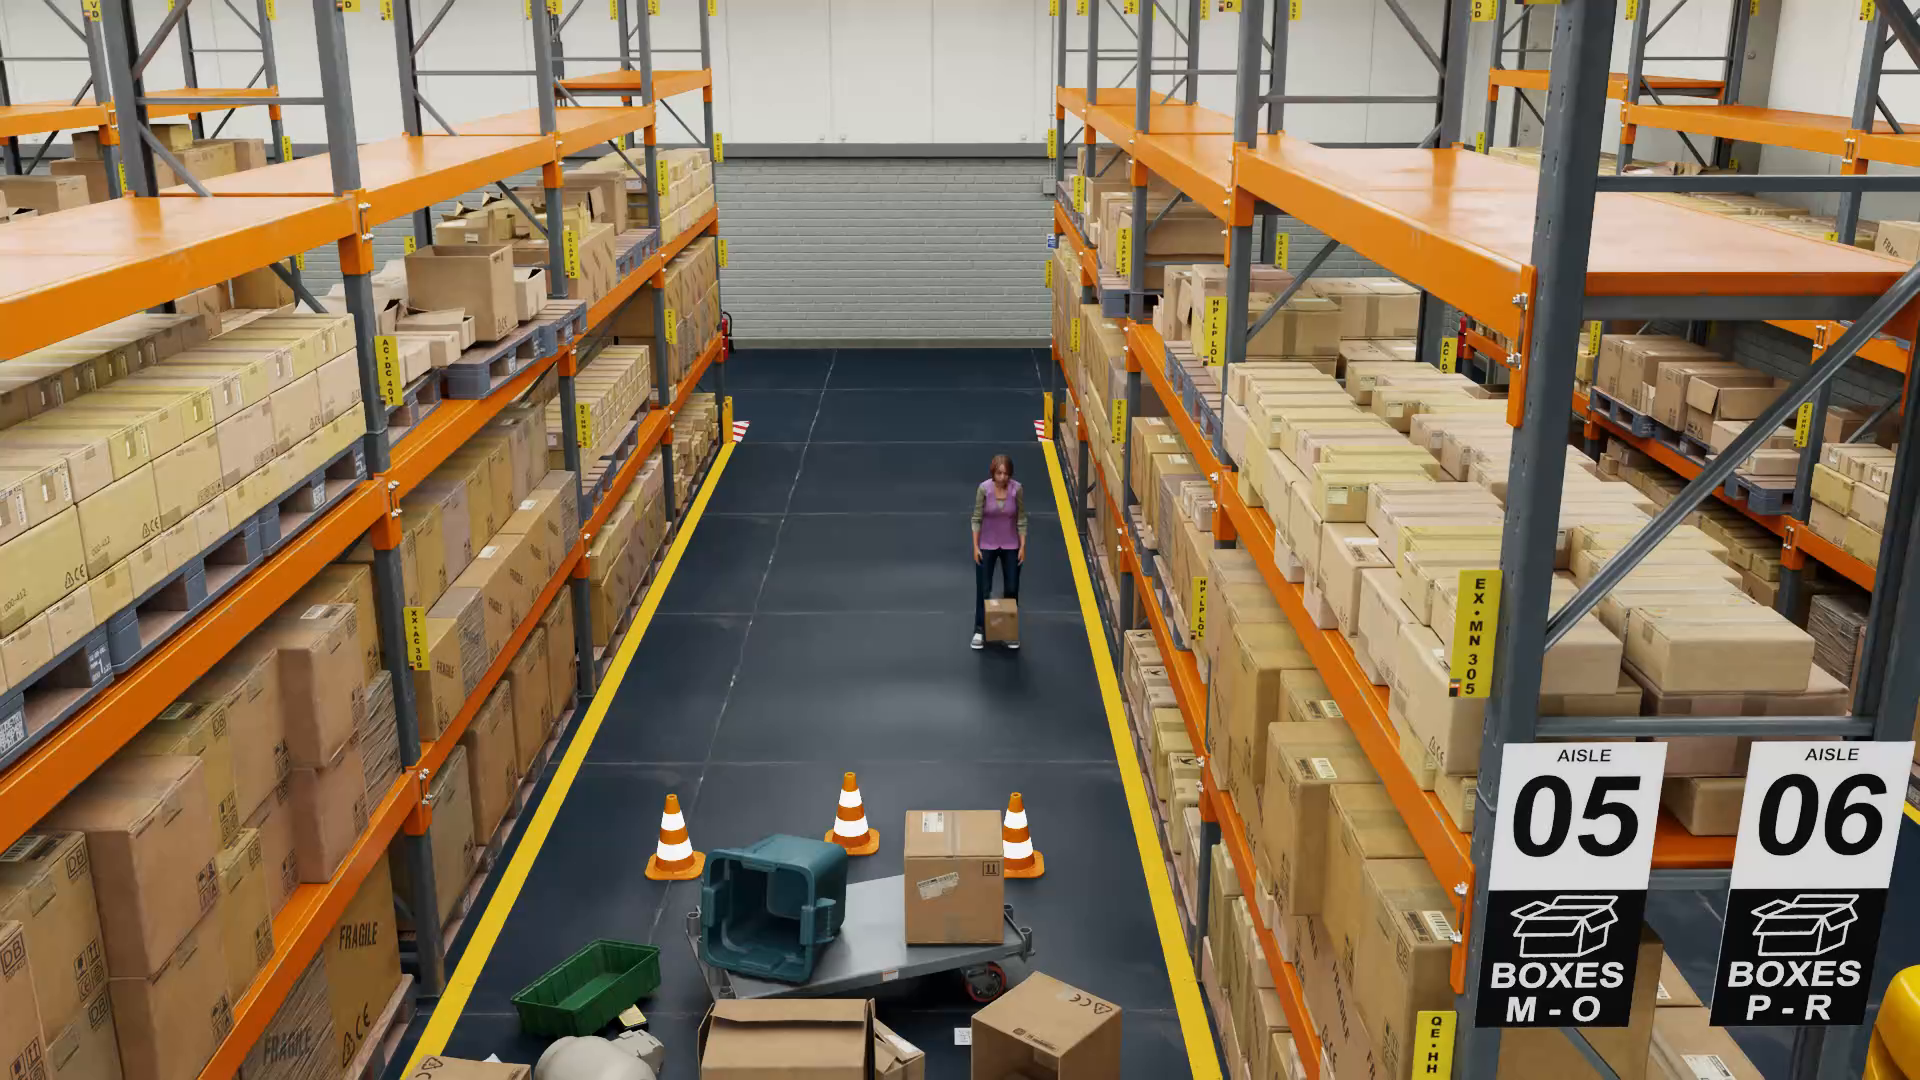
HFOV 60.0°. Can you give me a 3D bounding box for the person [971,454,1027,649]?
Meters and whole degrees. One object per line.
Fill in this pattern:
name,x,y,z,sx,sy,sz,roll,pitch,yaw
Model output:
person,0.313,0.086,13.307,0.456,1.584,0.342,-1,17,-2
